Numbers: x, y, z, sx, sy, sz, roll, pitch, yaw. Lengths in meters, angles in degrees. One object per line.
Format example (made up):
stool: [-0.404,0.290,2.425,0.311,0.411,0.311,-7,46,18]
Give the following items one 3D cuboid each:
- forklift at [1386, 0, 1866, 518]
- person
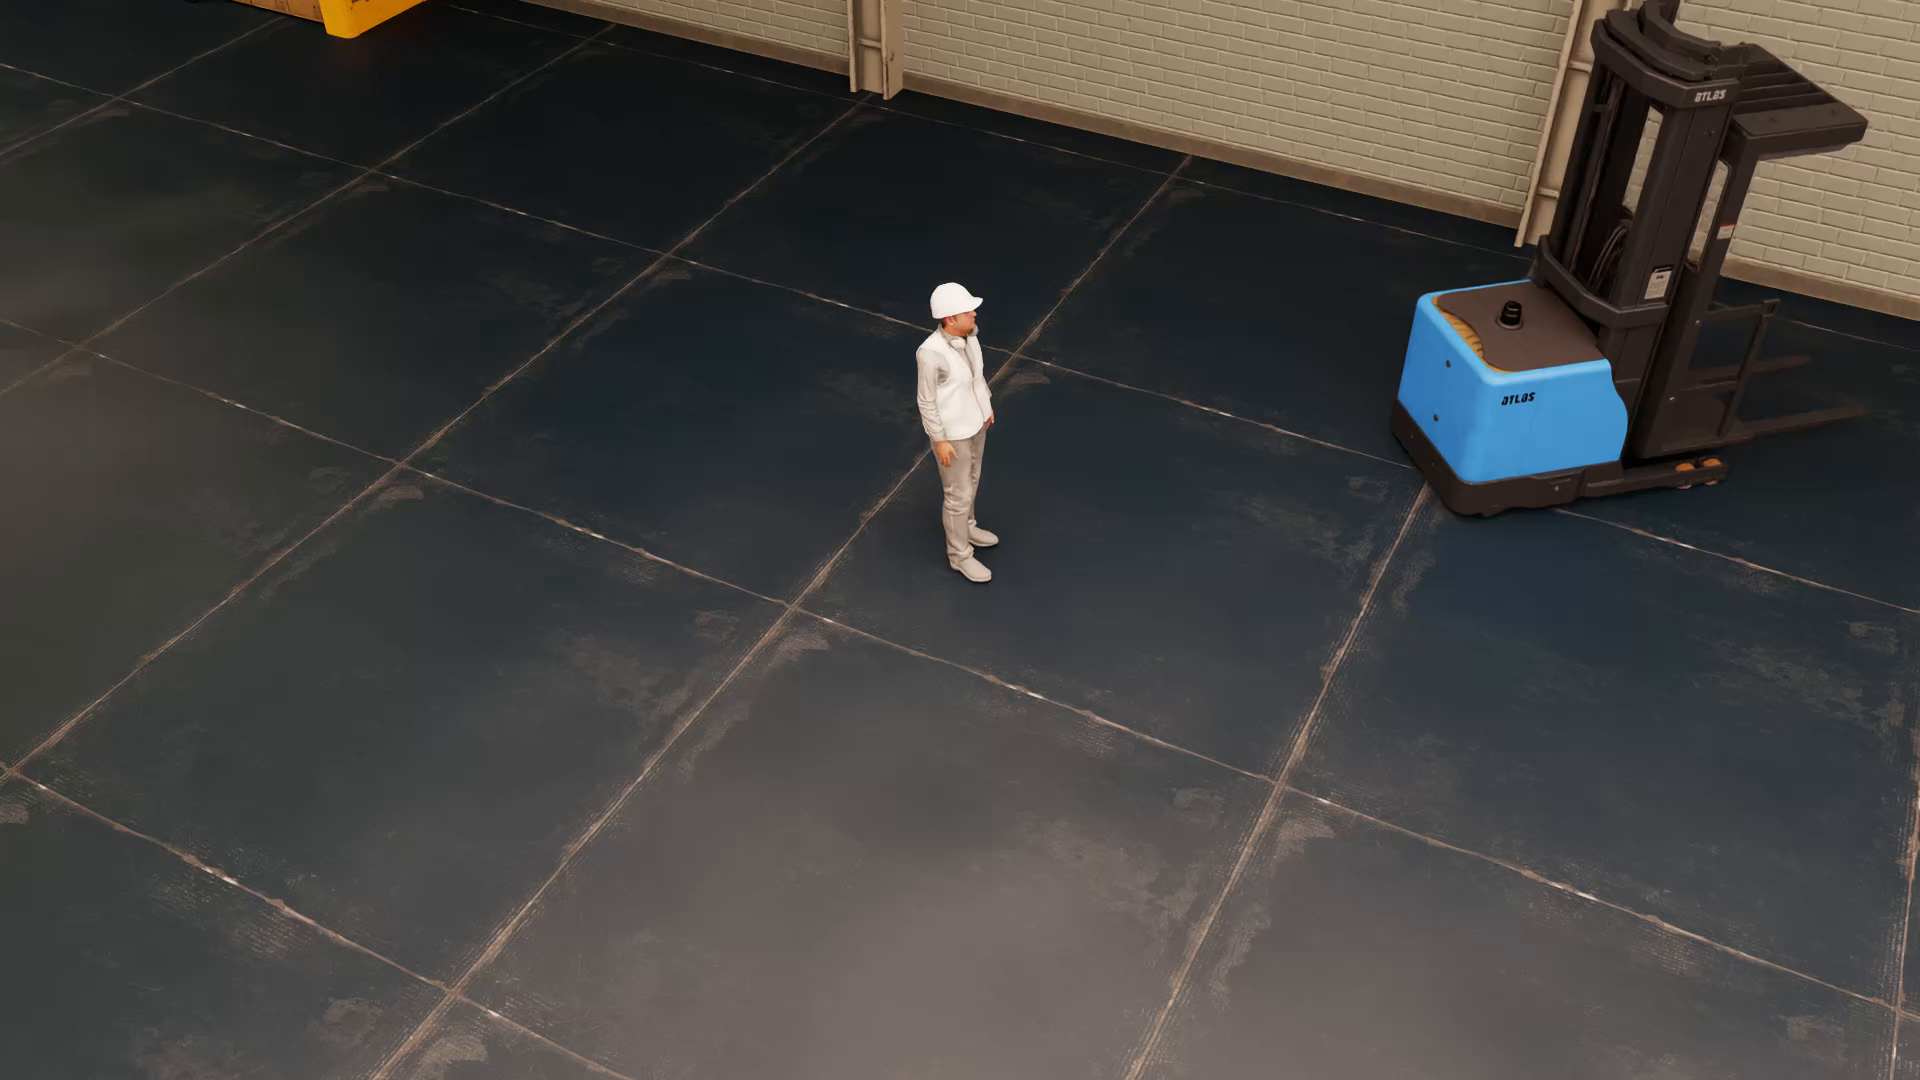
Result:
forklift: [4.401,-1.767,10.084,3.031,2.935,1.130,-9,41,-11]
person: [0.051,-0.659,9.660,0.568,1.768,0.632,18,43,21]
